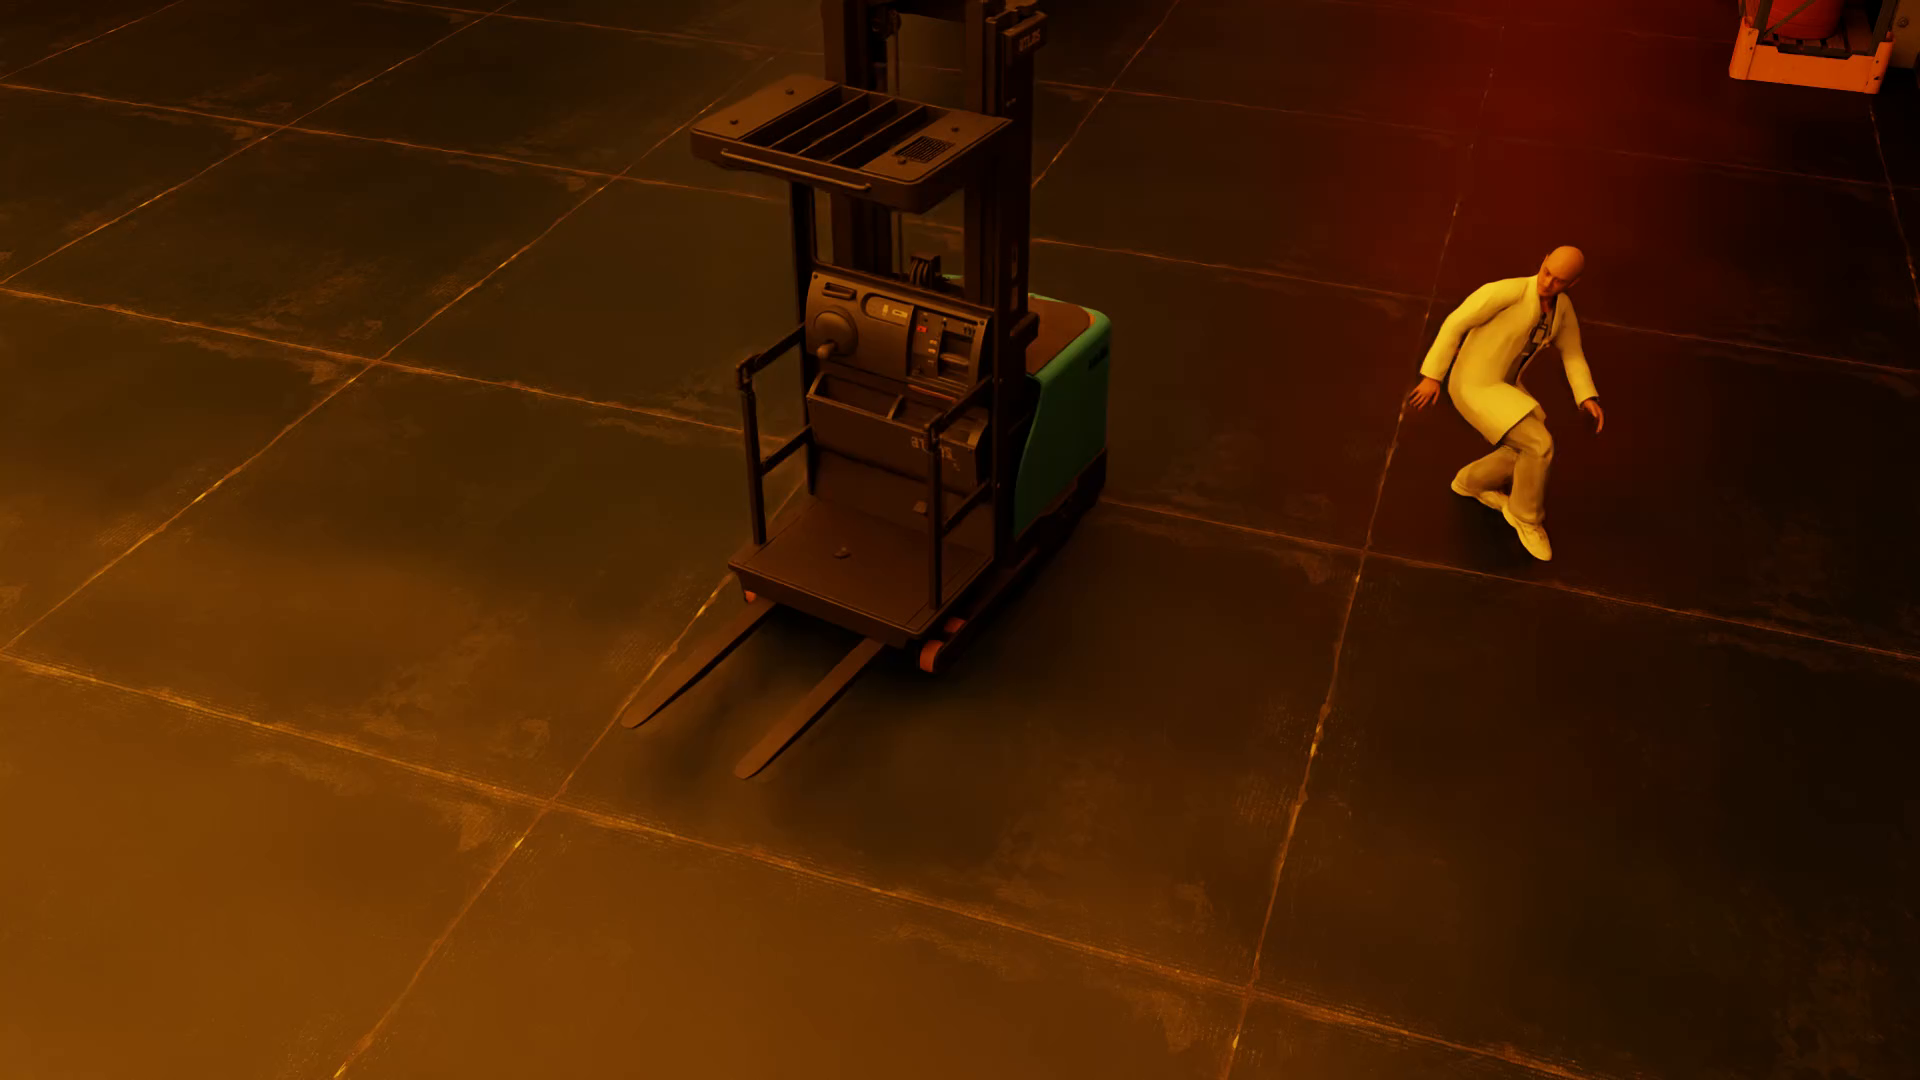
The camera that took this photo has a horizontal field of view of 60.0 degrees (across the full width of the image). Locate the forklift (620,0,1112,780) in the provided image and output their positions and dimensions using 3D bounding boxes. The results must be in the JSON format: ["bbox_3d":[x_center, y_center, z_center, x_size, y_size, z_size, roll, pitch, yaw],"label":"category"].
[{"bbox_3d":[-0.402,-0.876,7.346,1.130,2.935,3.031,19,40,25],"label":"forklift"}]

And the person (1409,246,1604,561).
[{"bbox_3d":[2.794,-0.702,8.310,0.808,1.570,0.801,-28,44,-33],"label":"person"}]
